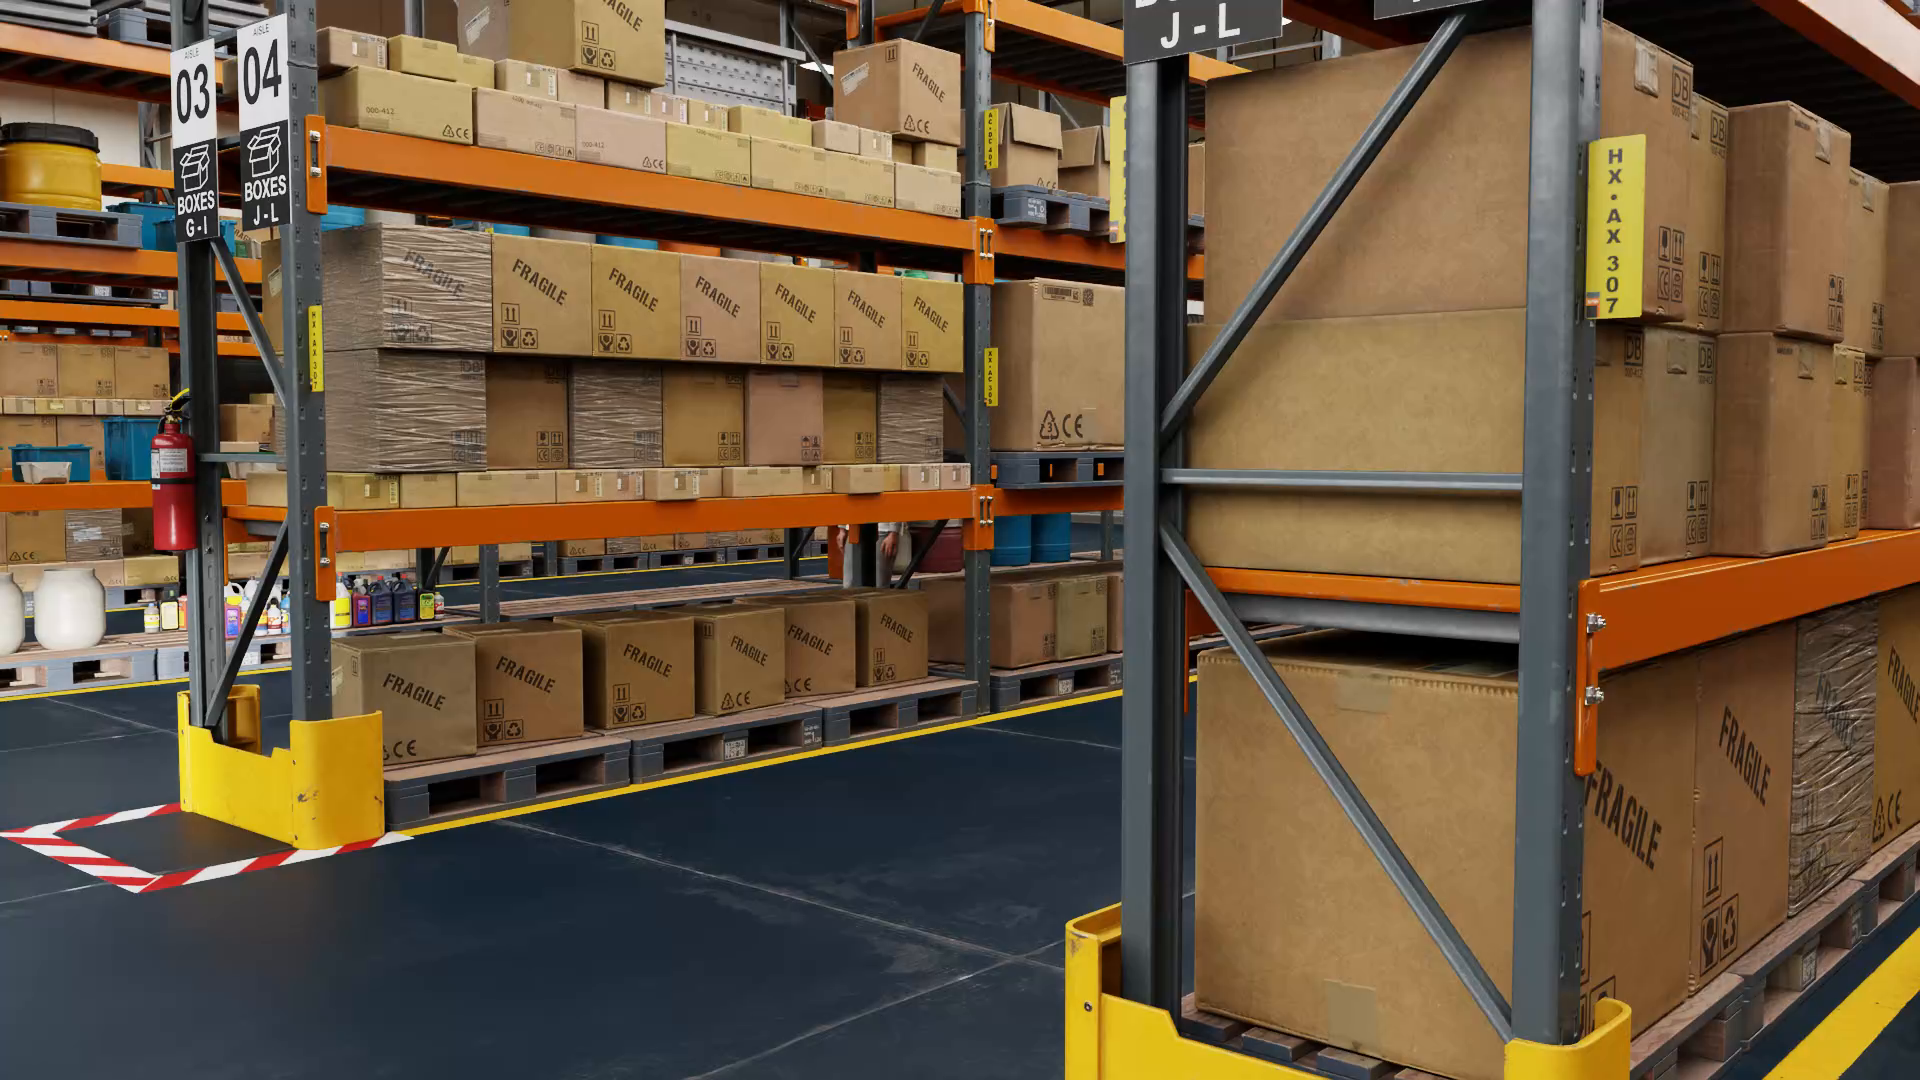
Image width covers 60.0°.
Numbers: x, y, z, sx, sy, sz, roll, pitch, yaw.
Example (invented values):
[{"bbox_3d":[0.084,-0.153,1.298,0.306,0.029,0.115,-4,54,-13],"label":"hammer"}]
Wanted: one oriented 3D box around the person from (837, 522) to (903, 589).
[{"bbox_3d":[-0.658,-0.039,12.140,0.579,1.771,0.462,3,5,39],"label":"person"}]
